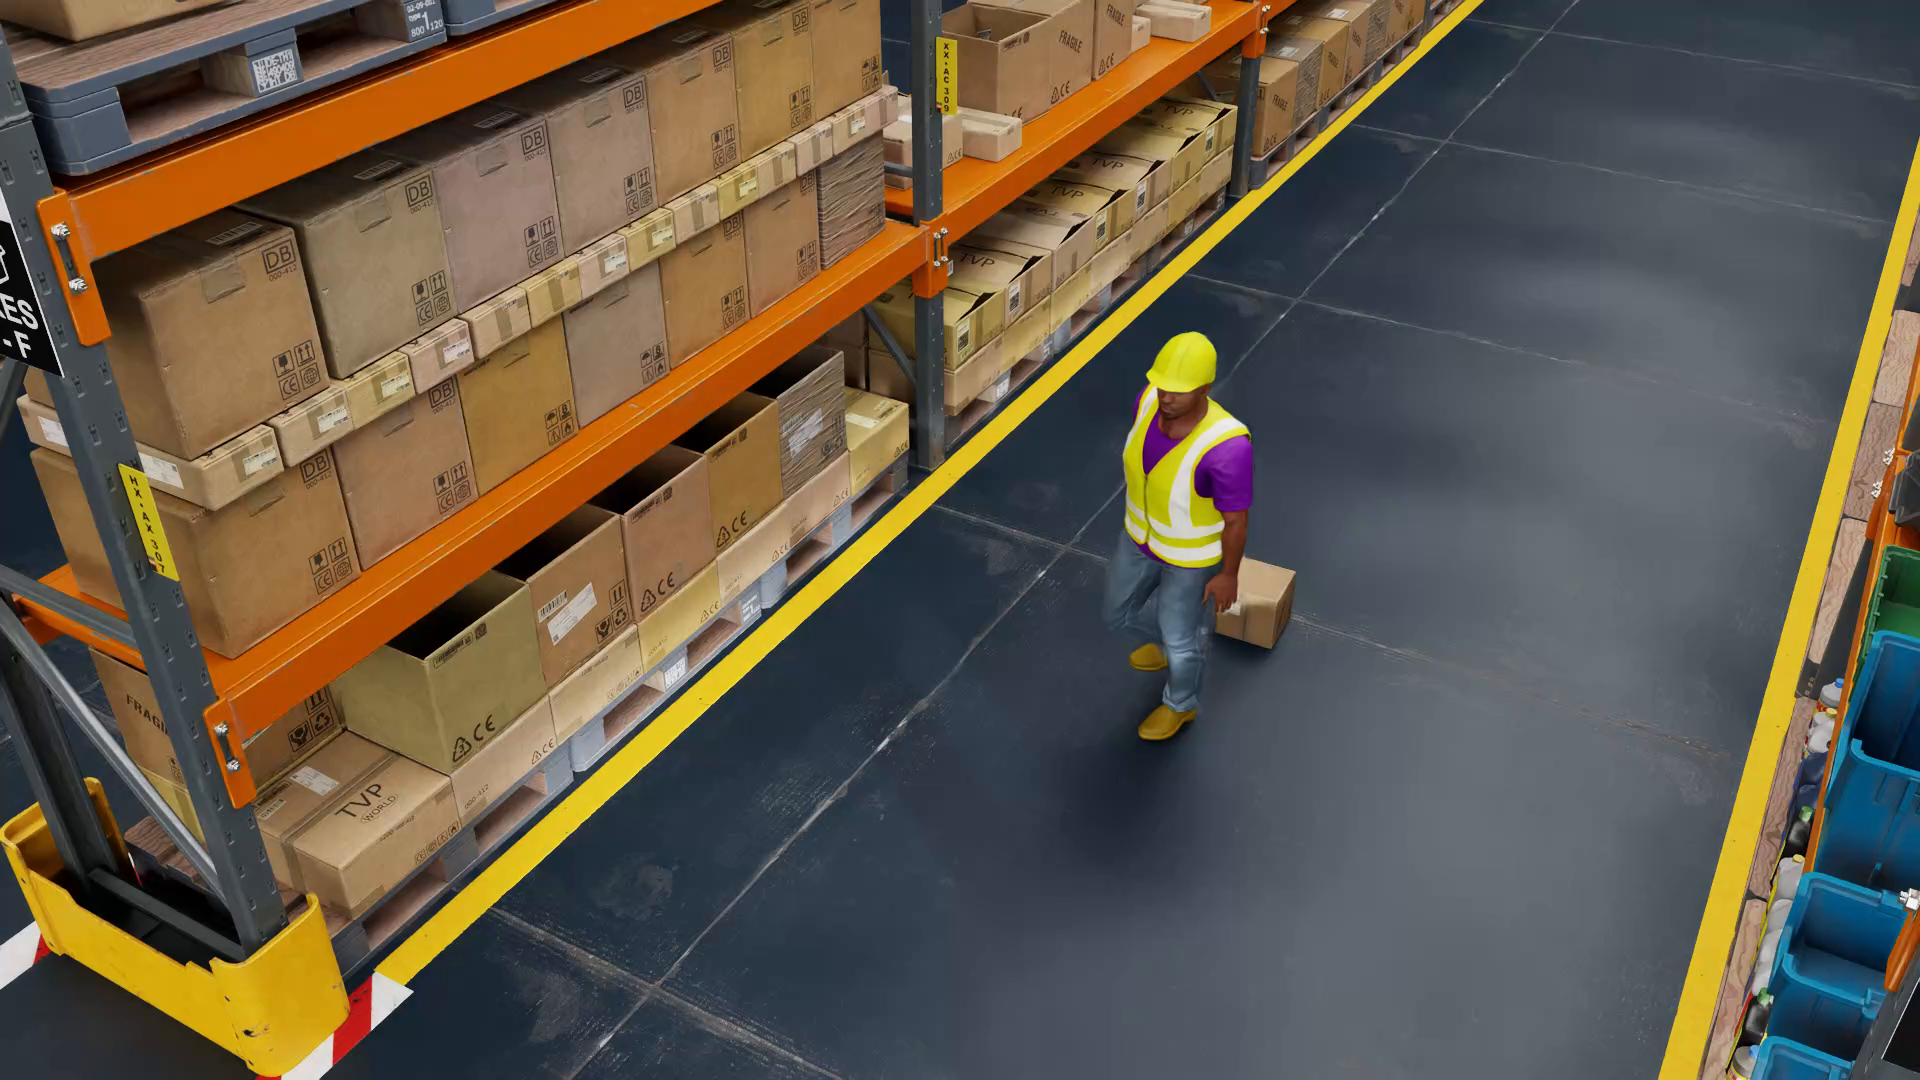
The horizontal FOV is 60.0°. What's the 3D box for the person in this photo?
[{"bbox_3d":[0.817,-0.007,6.117,0.547,1.756,0.614,-24,40,-31],"label":"person"}]
